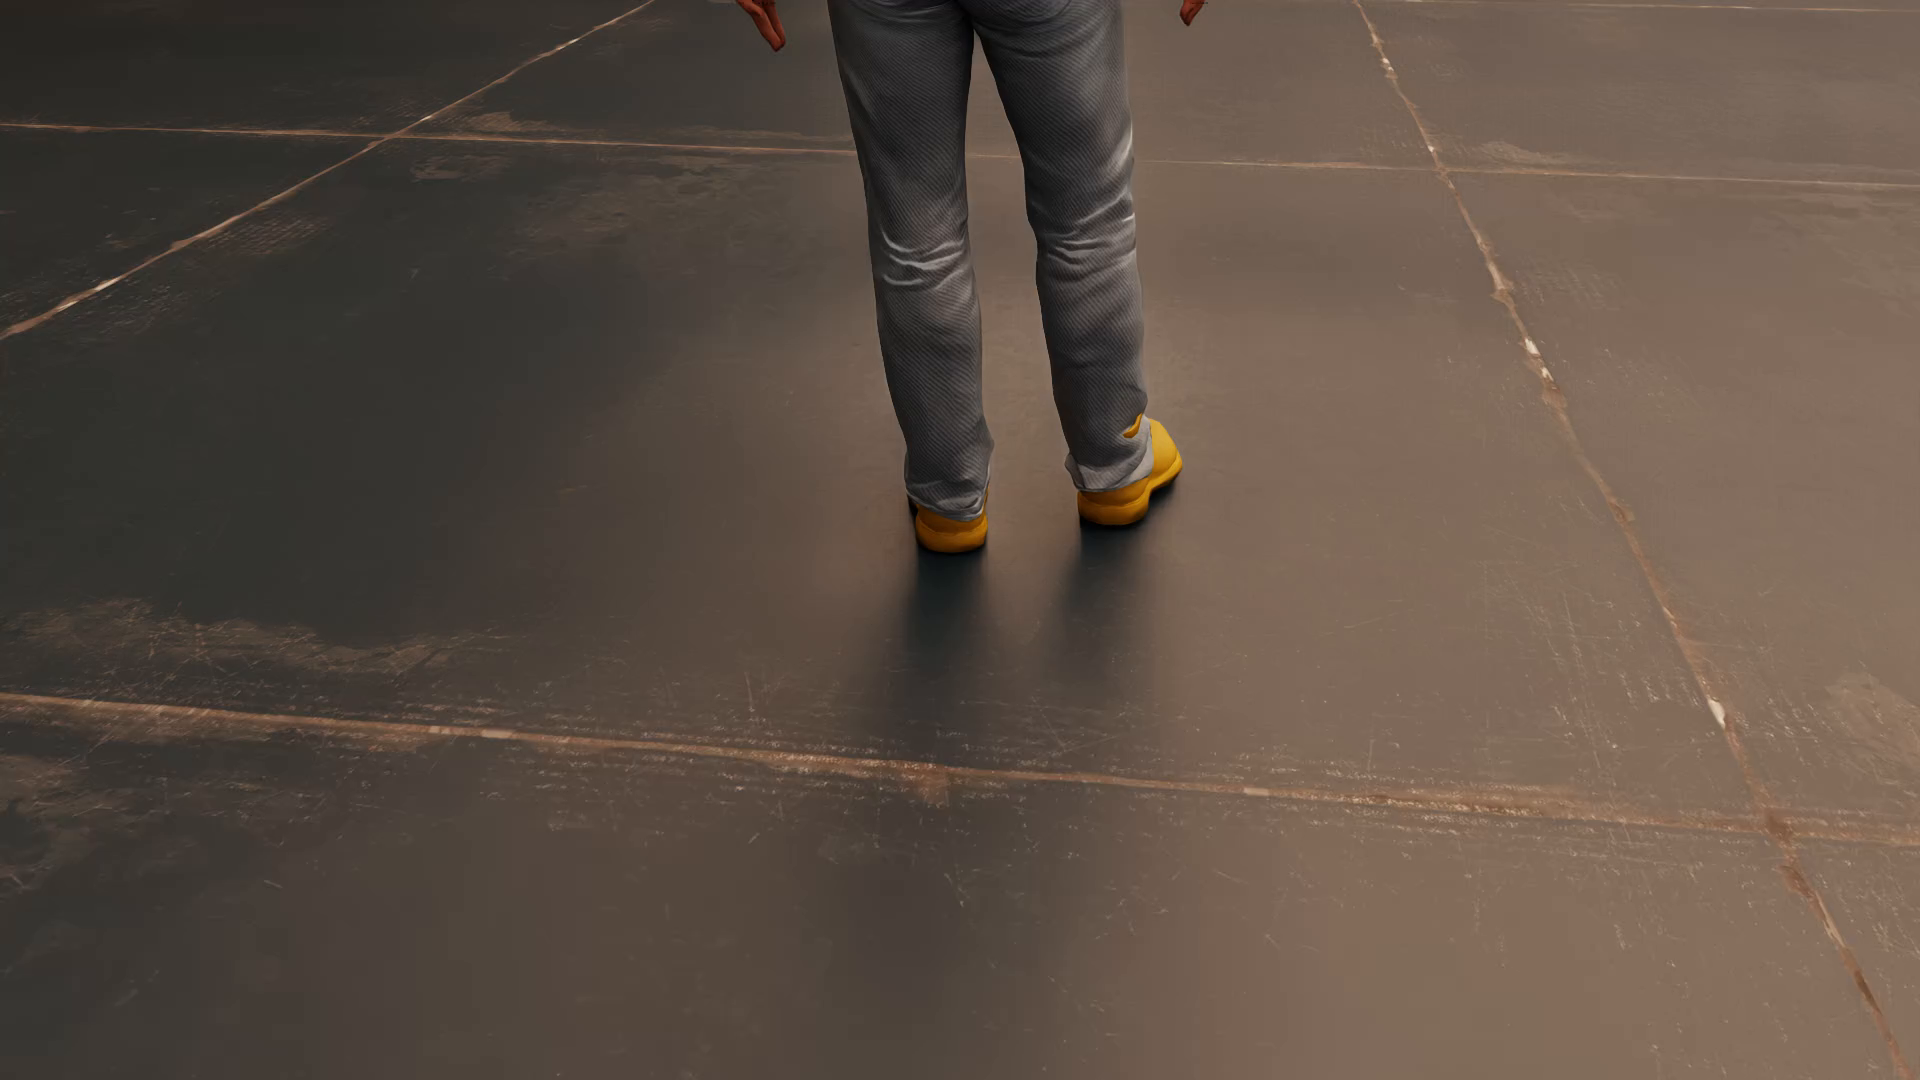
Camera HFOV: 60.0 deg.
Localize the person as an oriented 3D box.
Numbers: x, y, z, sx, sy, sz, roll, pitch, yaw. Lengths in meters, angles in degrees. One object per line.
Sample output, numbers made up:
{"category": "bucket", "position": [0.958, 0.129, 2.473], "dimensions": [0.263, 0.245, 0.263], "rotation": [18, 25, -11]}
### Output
{"category": "person", "position": [0.014, -0.825, 2.166], "dimensions": [0.666, 1.761, 0.575], "rotation": [3, 27, 7]}
